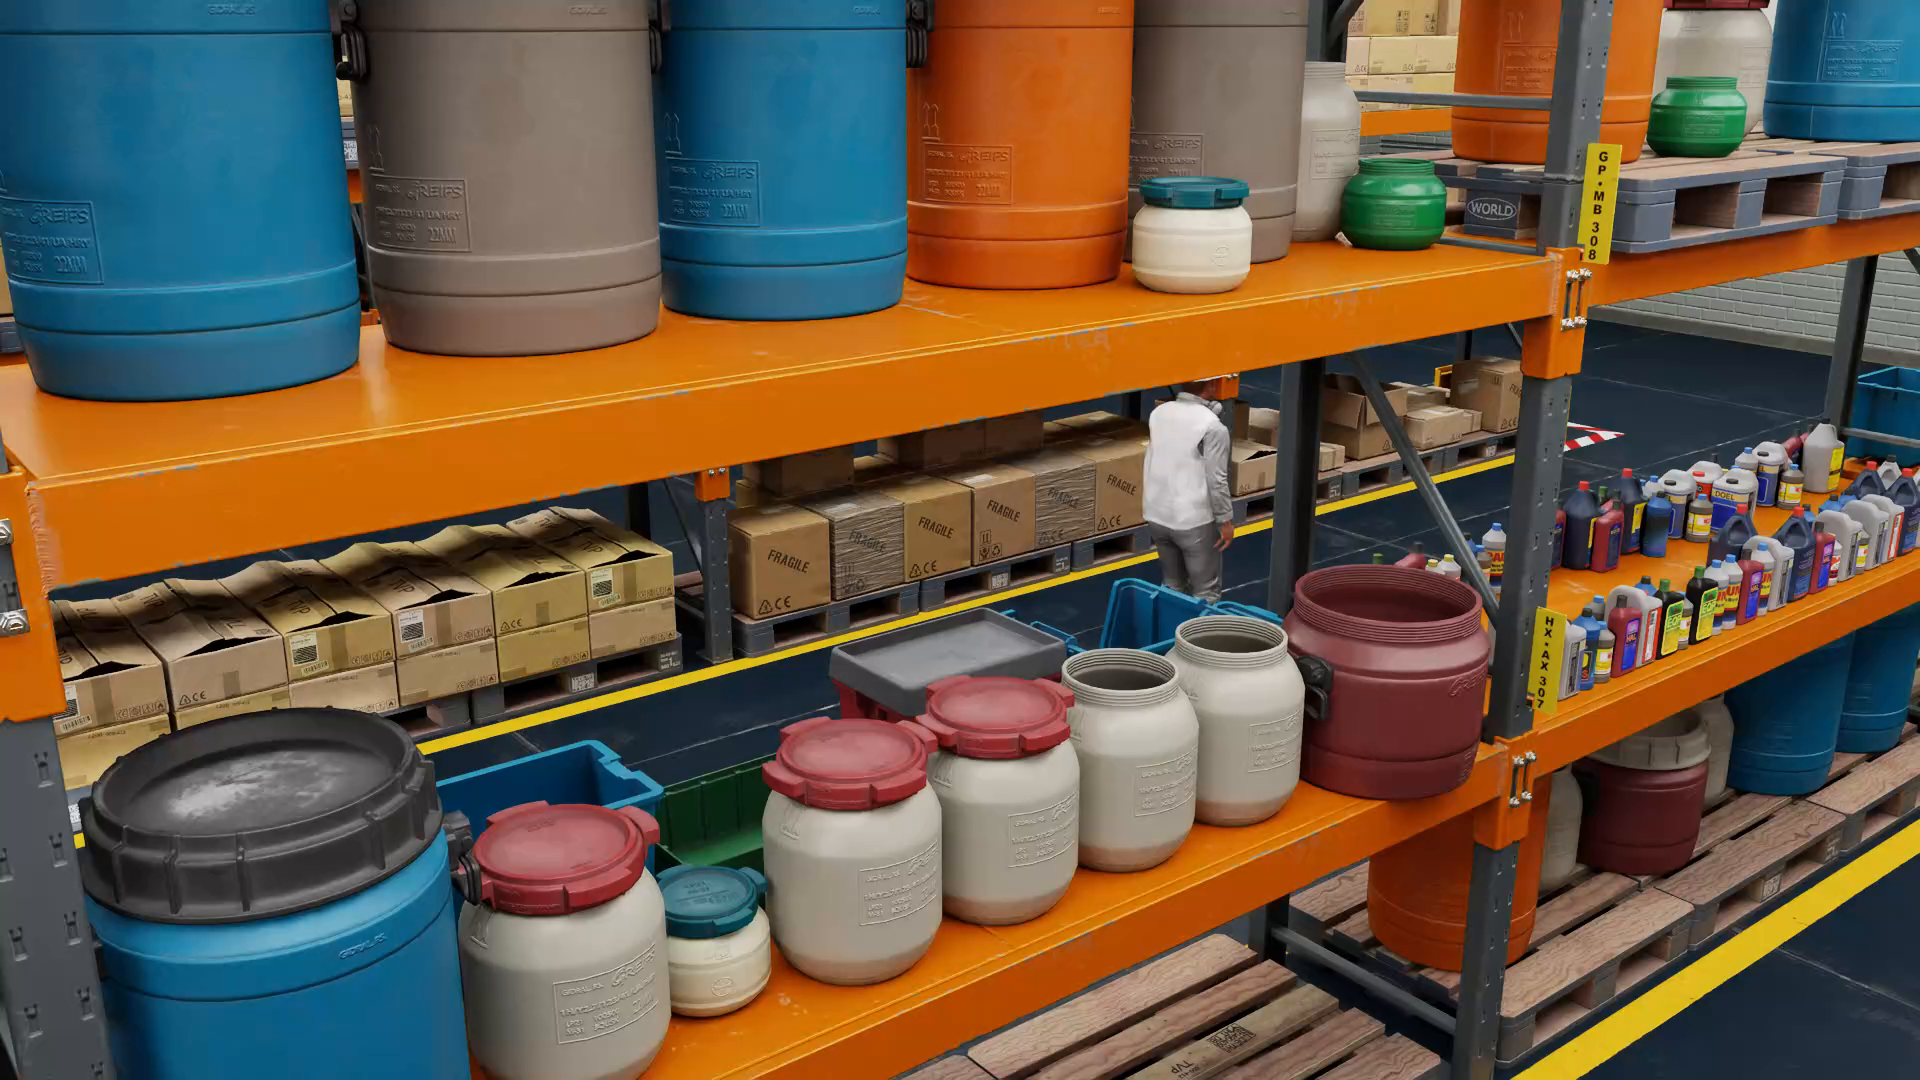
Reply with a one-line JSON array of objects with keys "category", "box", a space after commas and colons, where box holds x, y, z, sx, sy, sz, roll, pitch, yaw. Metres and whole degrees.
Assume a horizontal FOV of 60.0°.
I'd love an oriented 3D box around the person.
[{"category": "person", "box": [1.225, -0.137, 8.937, 0.461, 1.772, 0.580, -13, 22, -36]}]
